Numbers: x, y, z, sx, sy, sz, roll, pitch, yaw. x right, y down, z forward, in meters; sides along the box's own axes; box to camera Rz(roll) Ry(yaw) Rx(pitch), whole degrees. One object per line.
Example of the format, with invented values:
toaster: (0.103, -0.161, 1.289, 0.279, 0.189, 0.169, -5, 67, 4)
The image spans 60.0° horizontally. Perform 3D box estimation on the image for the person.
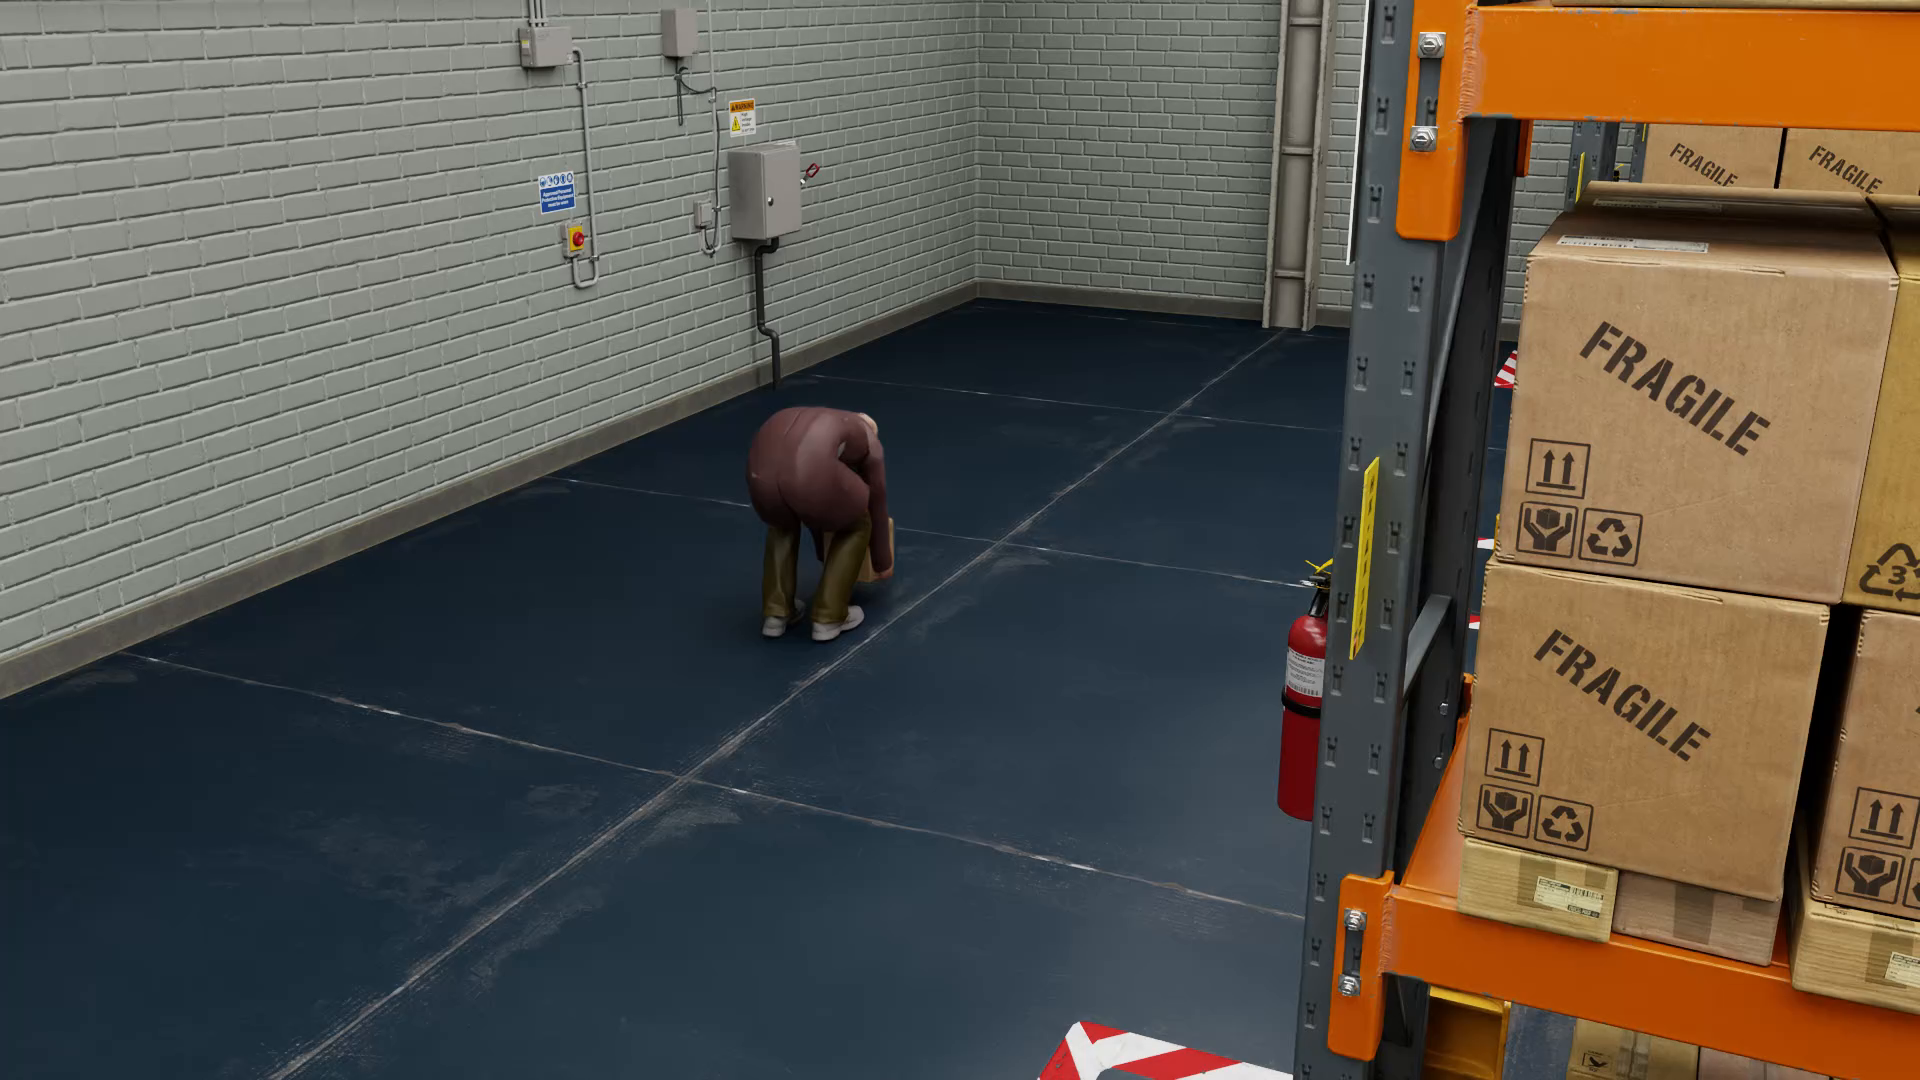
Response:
person: (-0.619, -0.139, 7.619, 0.582, 1.052, 0.946, 7, 20, 20)
